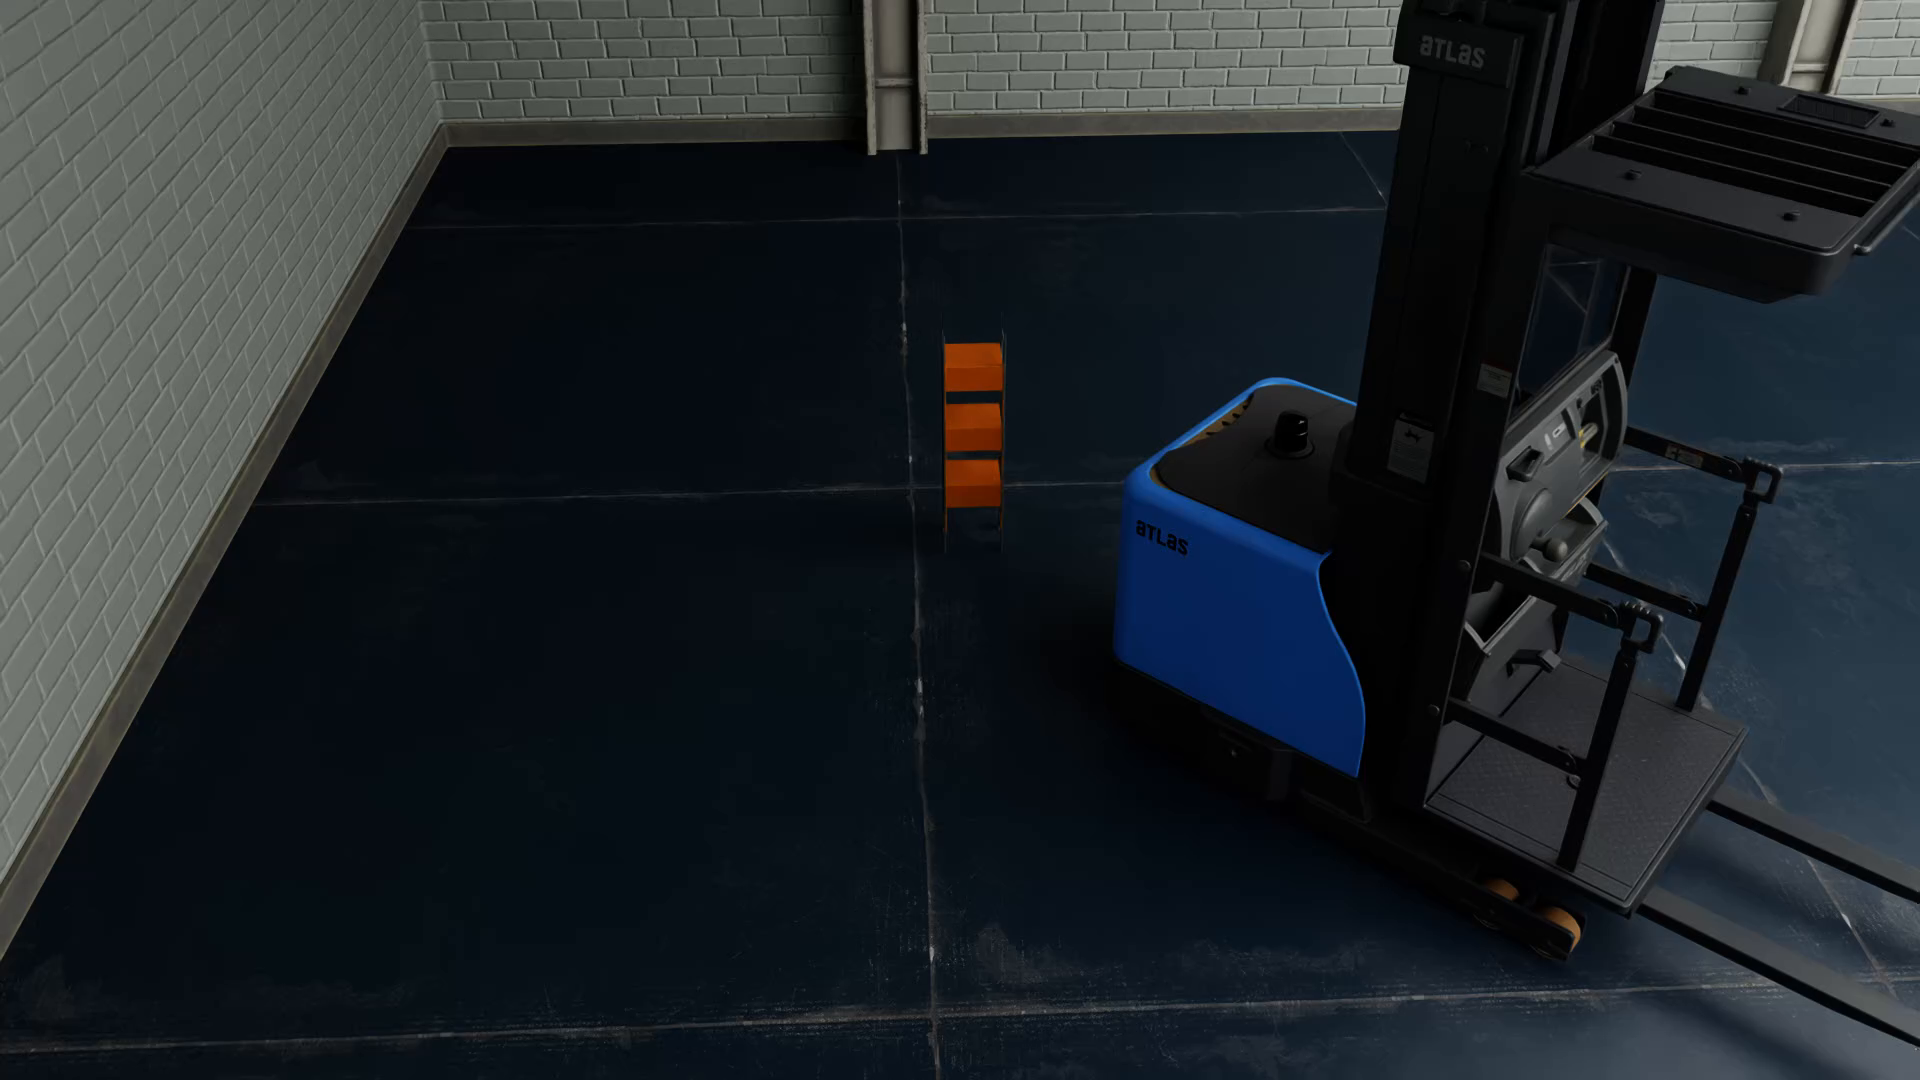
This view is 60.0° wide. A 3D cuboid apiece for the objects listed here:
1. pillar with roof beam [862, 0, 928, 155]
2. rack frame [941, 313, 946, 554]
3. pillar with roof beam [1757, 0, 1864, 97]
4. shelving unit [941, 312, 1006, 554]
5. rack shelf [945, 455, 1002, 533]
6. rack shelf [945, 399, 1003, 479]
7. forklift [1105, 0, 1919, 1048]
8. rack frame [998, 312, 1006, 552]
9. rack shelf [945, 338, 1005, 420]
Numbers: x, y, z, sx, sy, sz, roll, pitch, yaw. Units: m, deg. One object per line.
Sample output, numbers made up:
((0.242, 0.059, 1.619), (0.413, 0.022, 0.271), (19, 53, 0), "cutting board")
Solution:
((-0.214, -3.869, 4.932), (0.400, 9.000, 9.100), (-2, 35, -2), "pillar with roof beam")
((-0.068, -0.430, 6.949), (0.008, 1.050, 0.200), (-2, 35, -2), "rack frame")
((5.780, -4.030, 5.166), (0.400, 9.000, 9.100), (-2, 35, -2), "pillar with roof beam")
((0.053, -0.433, 6.953), (0.252, 1.050, 0.215), (-2, 35, -2), "shelving unit")
((0.053, -0.196, 7.117), (0.240, 0.259, 0.215), (-2, 35, -2), "rack shelf")
((0.053, -0.424, 6.959), (0.240, 0.259, 0.215), (-2, 35, -2), "rack shelf")
((1.997, -0.209, 4.977), (3.031, 2.935, 1.130), (26, 42, 32), "forklift")
((0.175, -0.436, 6.958), (0.008, 1.050, 0.200), (-2, 35, -2), "rack frame")
((0.053, -0.658, 6.798), (0.240, 0.259, 0.215), (-2, 35, -2), "rack shelf")
